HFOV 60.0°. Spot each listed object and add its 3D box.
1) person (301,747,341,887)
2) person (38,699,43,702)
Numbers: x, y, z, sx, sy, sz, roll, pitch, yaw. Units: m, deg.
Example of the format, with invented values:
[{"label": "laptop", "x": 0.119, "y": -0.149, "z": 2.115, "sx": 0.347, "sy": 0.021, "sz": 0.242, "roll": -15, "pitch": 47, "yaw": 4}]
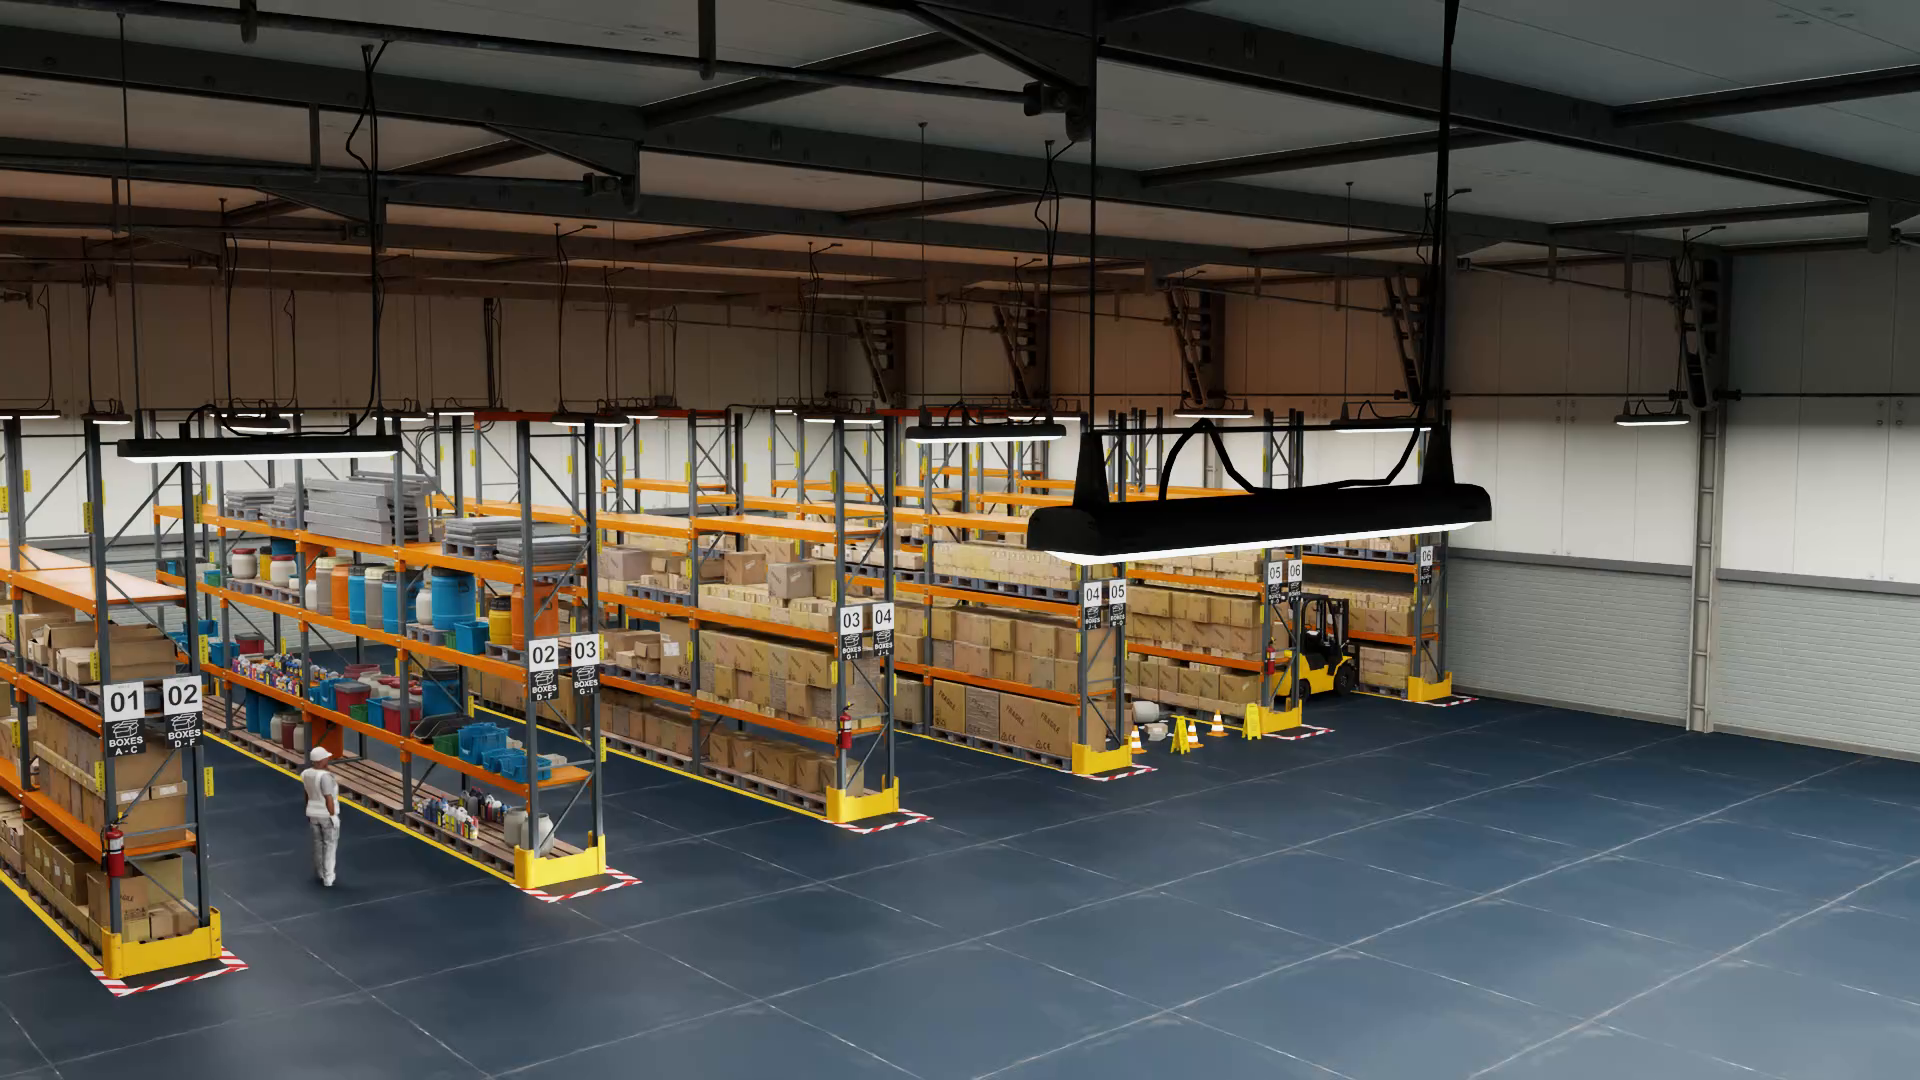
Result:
[{"label": "person", "x": -8.226, "y": 3.547, "z": 21.605, "sx": 0.567, "sy": 1.783, "sz": 0.595, "roll": 2, "pitch": 5, "yaw": 18}, {"label": "person", "x": -15.495, "y": 2.988, "z": 28.418, "sx": 0.707, "sy": 1.742, "sz": 0.608, "roll": 2, "pitch": 5, "yaw": 21}]
